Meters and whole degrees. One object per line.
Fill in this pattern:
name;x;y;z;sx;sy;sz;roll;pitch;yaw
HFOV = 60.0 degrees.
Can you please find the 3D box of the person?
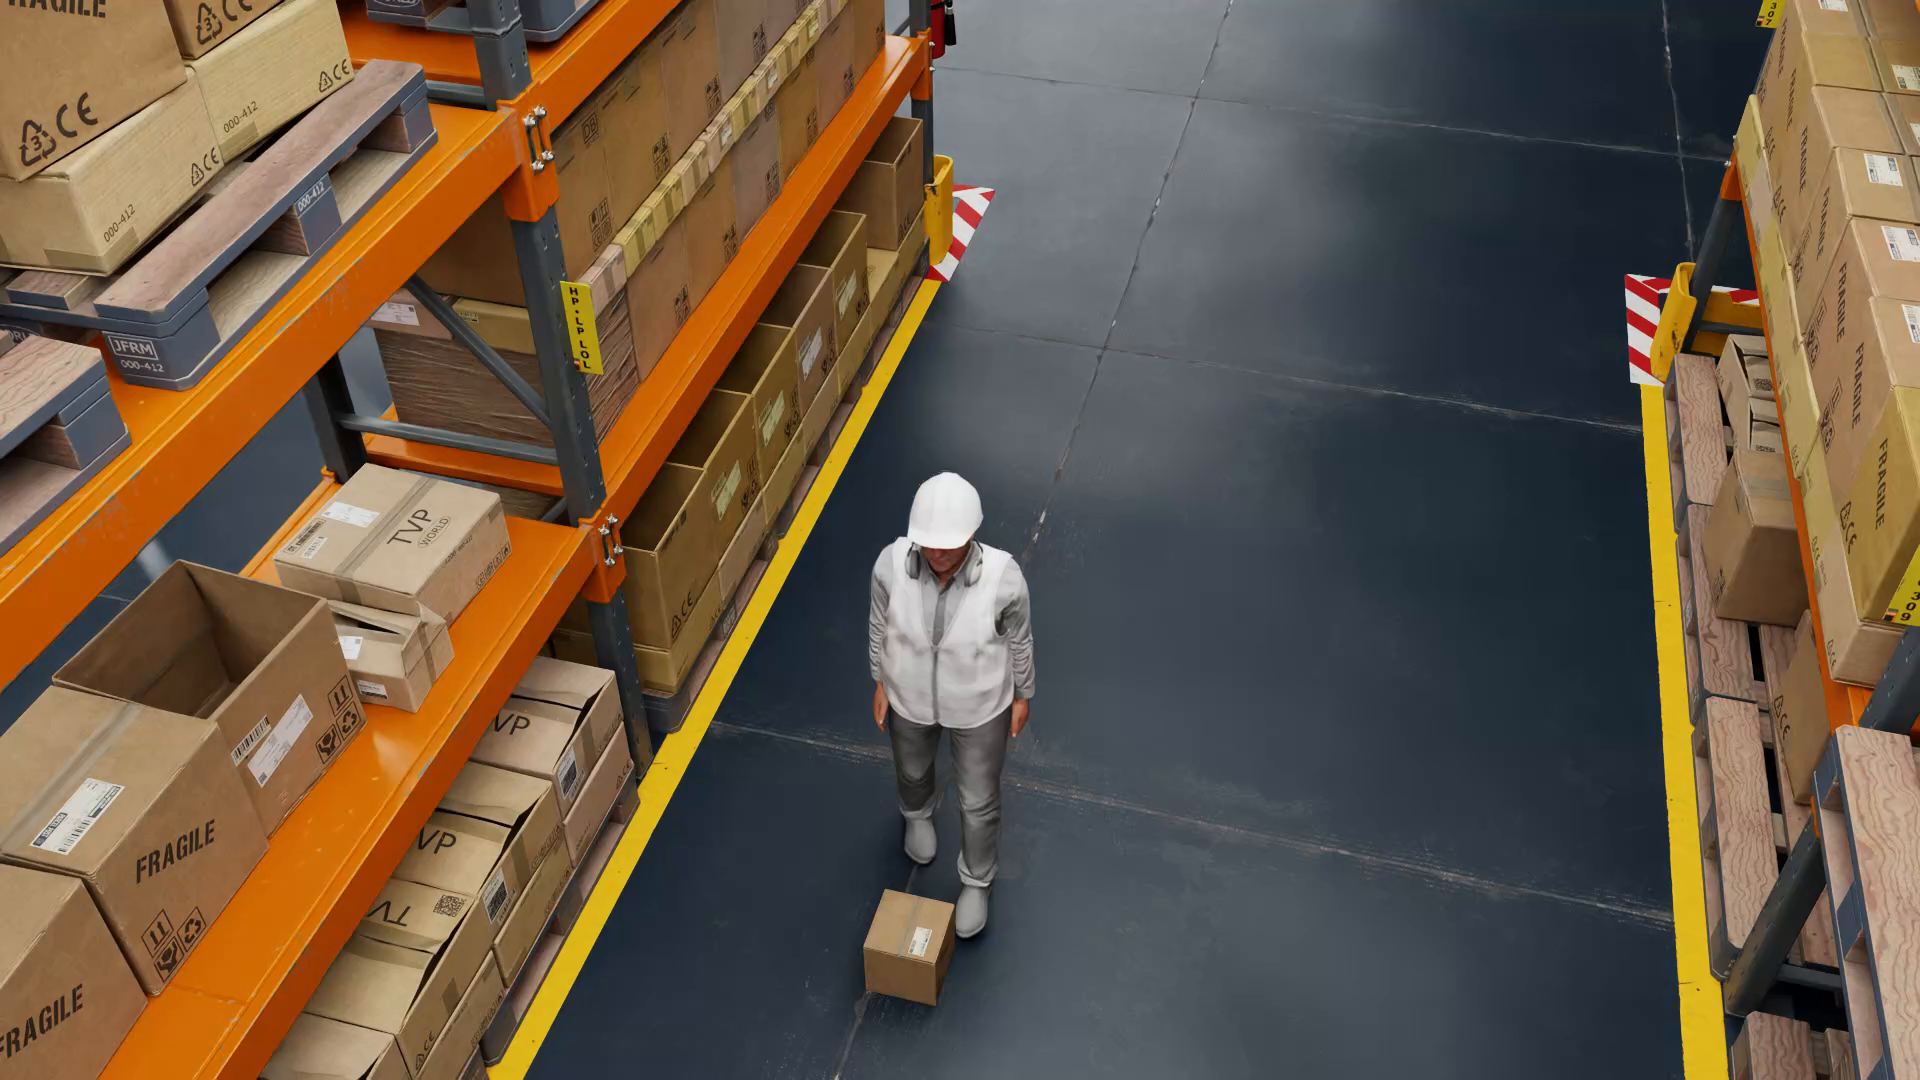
person;-0.041;0.543;5.507;0.557;1.781;0.616;8;41;9
